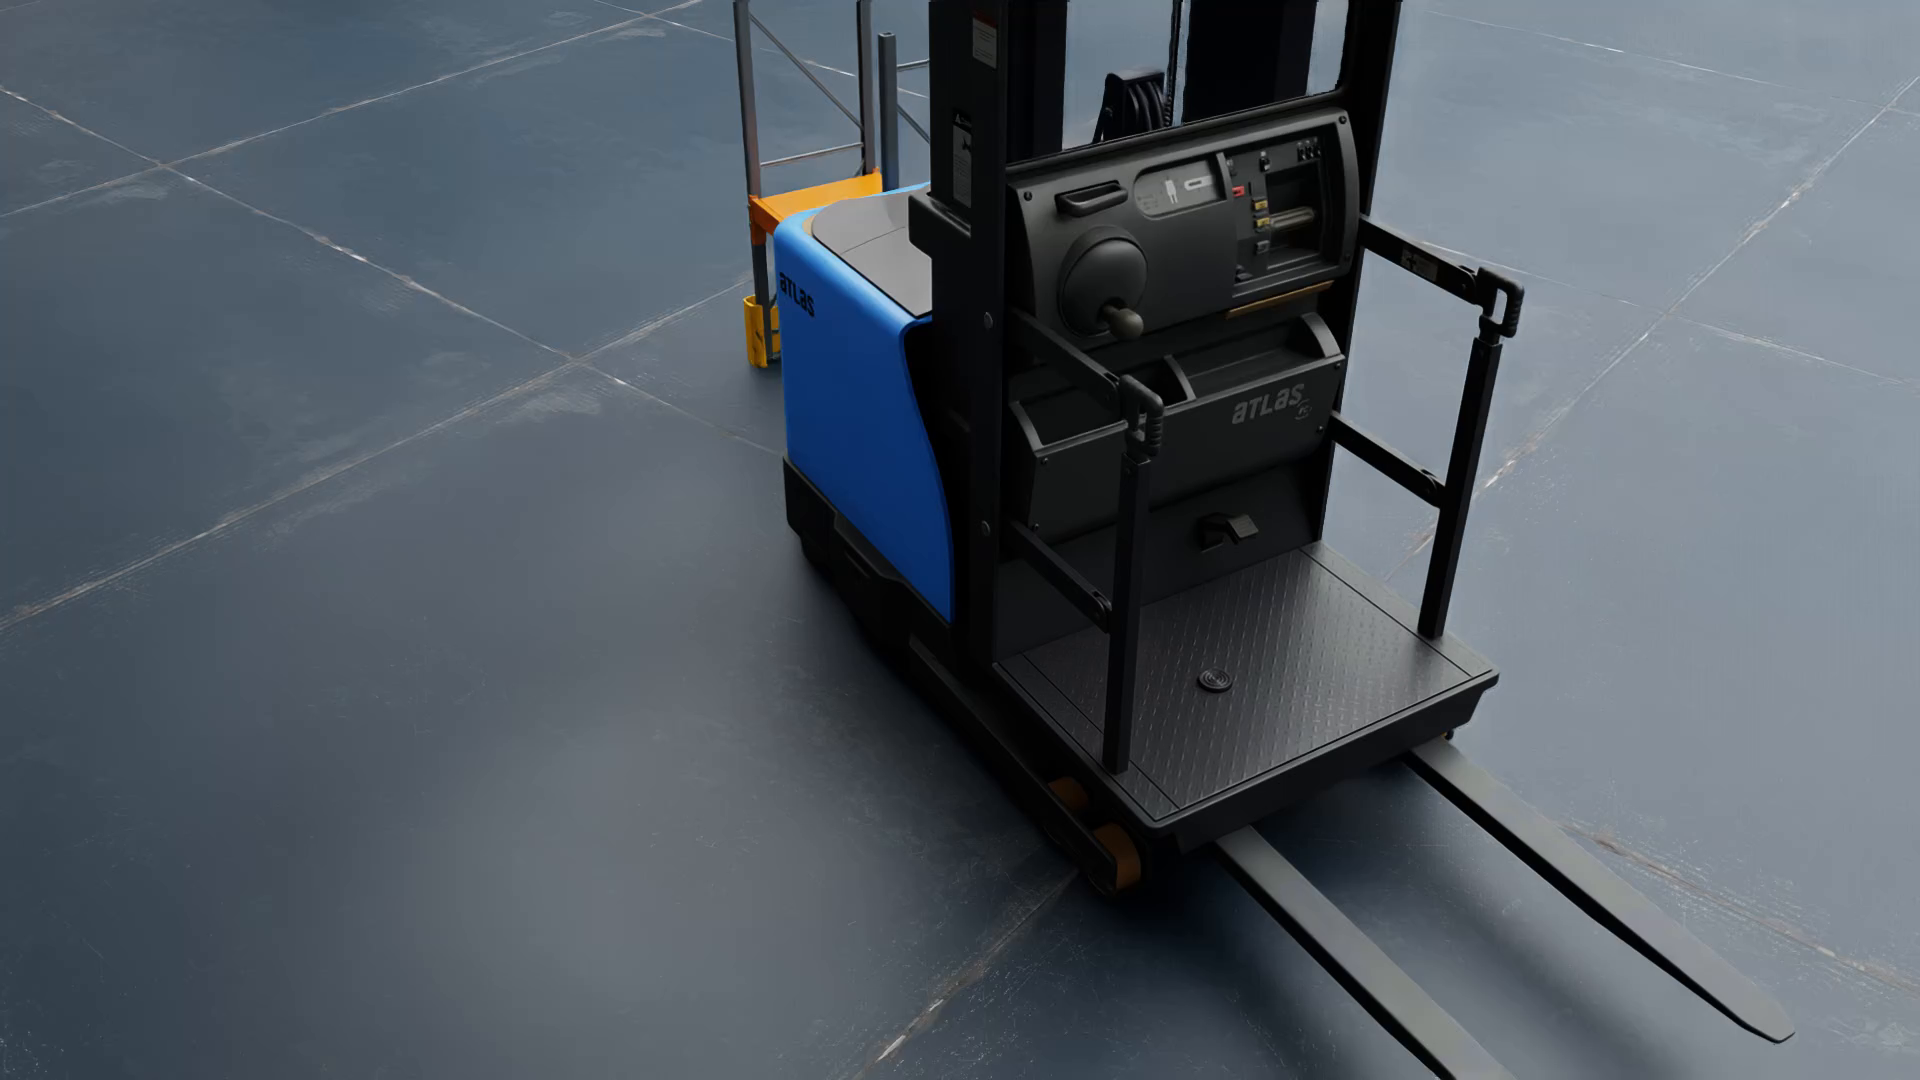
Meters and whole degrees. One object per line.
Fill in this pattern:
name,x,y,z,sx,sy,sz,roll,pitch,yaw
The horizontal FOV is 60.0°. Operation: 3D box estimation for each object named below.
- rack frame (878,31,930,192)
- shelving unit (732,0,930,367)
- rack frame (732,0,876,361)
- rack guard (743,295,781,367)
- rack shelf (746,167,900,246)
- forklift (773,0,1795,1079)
rack frame,-0.009,-0.868,5.189,0.500,1.500,0.032,-19,39,-25
shelving unit,-0.273,-1.120,5.556,0.587,1.500,1.083,-19,39,-25
rack frame,-0.528,-1.363,5.910,0.500,1.500,0.032,-19,39,-25
rack guard,-0.528,-0.847,6.263,0.587,0.250,0.087,-19,39,-25
rack shelf,-0.269,-0.967,5.651,0.538,0.185,1.000,-19,39,-25
forklift,0.645,-0.659,3.621,1.130,2.935,3.031,-19,39,-25
